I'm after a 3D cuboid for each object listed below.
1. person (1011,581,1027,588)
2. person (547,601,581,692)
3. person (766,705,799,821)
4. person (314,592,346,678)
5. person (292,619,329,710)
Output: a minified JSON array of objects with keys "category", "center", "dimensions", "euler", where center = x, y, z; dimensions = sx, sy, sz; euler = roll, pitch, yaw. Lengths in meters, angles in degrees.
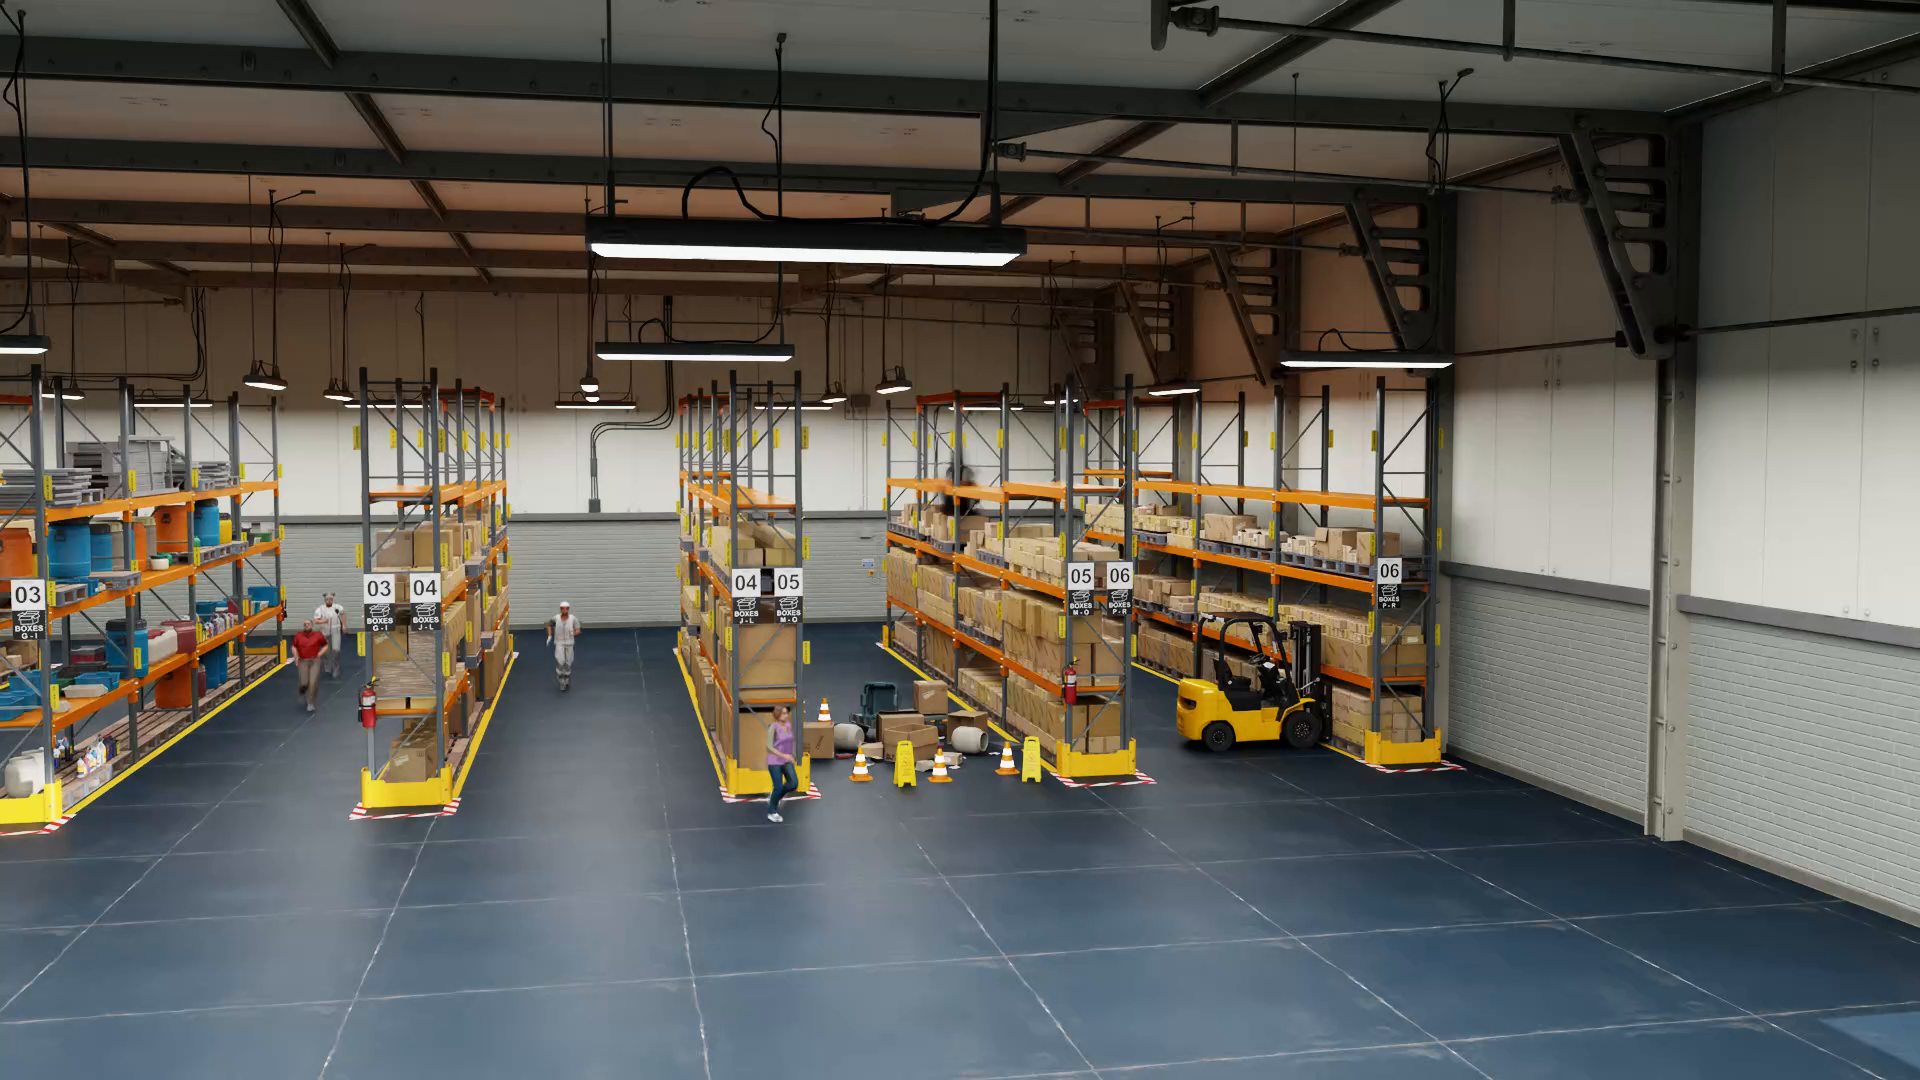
[{"category":"person","center":[1.207,1.672,36.220],"dimensions":[0.704,1.833,0.964],"euler":[-1,3,-11]},{"category":"person","center":[-7.921,2.131,33.277],"dimensions":[0.644,1.812,0.822],"euler":[-1,4,-20]},{"category":"person","center":[-2.331,2.930,21.838],"dimensions":[0.573,1.555,0.523],"euler":[3,4,39]},{"category":"person","center":[-13.401,2.022,35.383],"dimensions":[0.630,1.841,0.872],"euler":[-1,4,-19]},{"category":"person","center":[-12.118,2.320,31.007],"dimensions":[0.650,1.699,0.636],"euler":[-1,4,-17]}]
